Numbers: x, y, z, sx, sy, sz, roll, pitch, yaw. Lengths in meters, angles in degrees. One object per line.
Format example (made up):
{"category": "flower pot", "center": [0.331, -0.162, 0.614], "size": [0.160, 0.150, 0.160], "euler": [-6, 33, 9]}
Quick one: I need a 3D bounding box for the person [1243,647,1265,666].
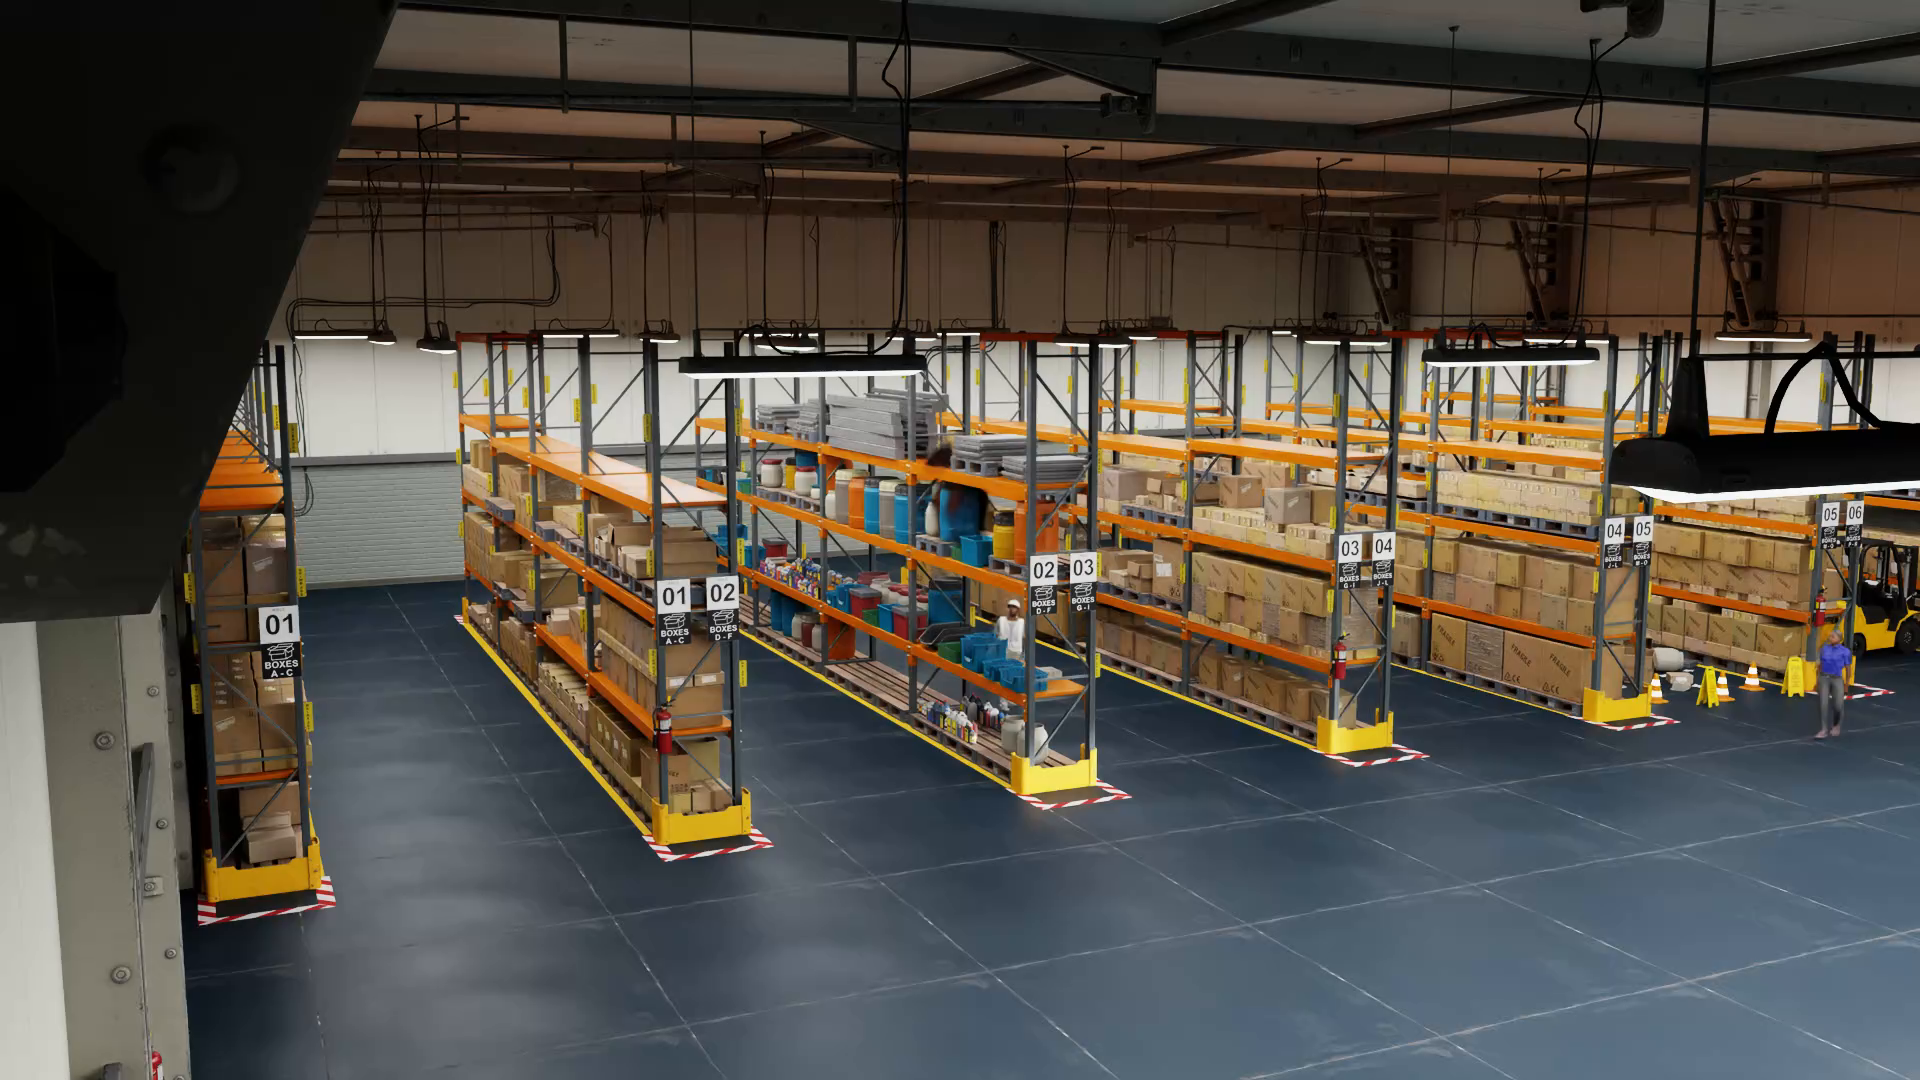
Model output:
{"category": "person", "center": [5.369, 1.387, 30.222], "size": [0.587, 1.806, 0.400], "euler": [2, 8, 17]}

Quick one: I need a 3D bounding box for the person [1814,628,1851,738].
{"category": "person", "center": [13.062, 2.148, 24.915], "size": [0.475, 1.649, 0.427], "euler": [5, 9, 31]}

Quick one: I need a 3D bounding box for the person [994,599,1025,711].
{"category": "person", "center": [0.815, 1.860, 26.769], "size": [0.641, 1.763, 0.638], "euler": [-3, 8, -19]}
